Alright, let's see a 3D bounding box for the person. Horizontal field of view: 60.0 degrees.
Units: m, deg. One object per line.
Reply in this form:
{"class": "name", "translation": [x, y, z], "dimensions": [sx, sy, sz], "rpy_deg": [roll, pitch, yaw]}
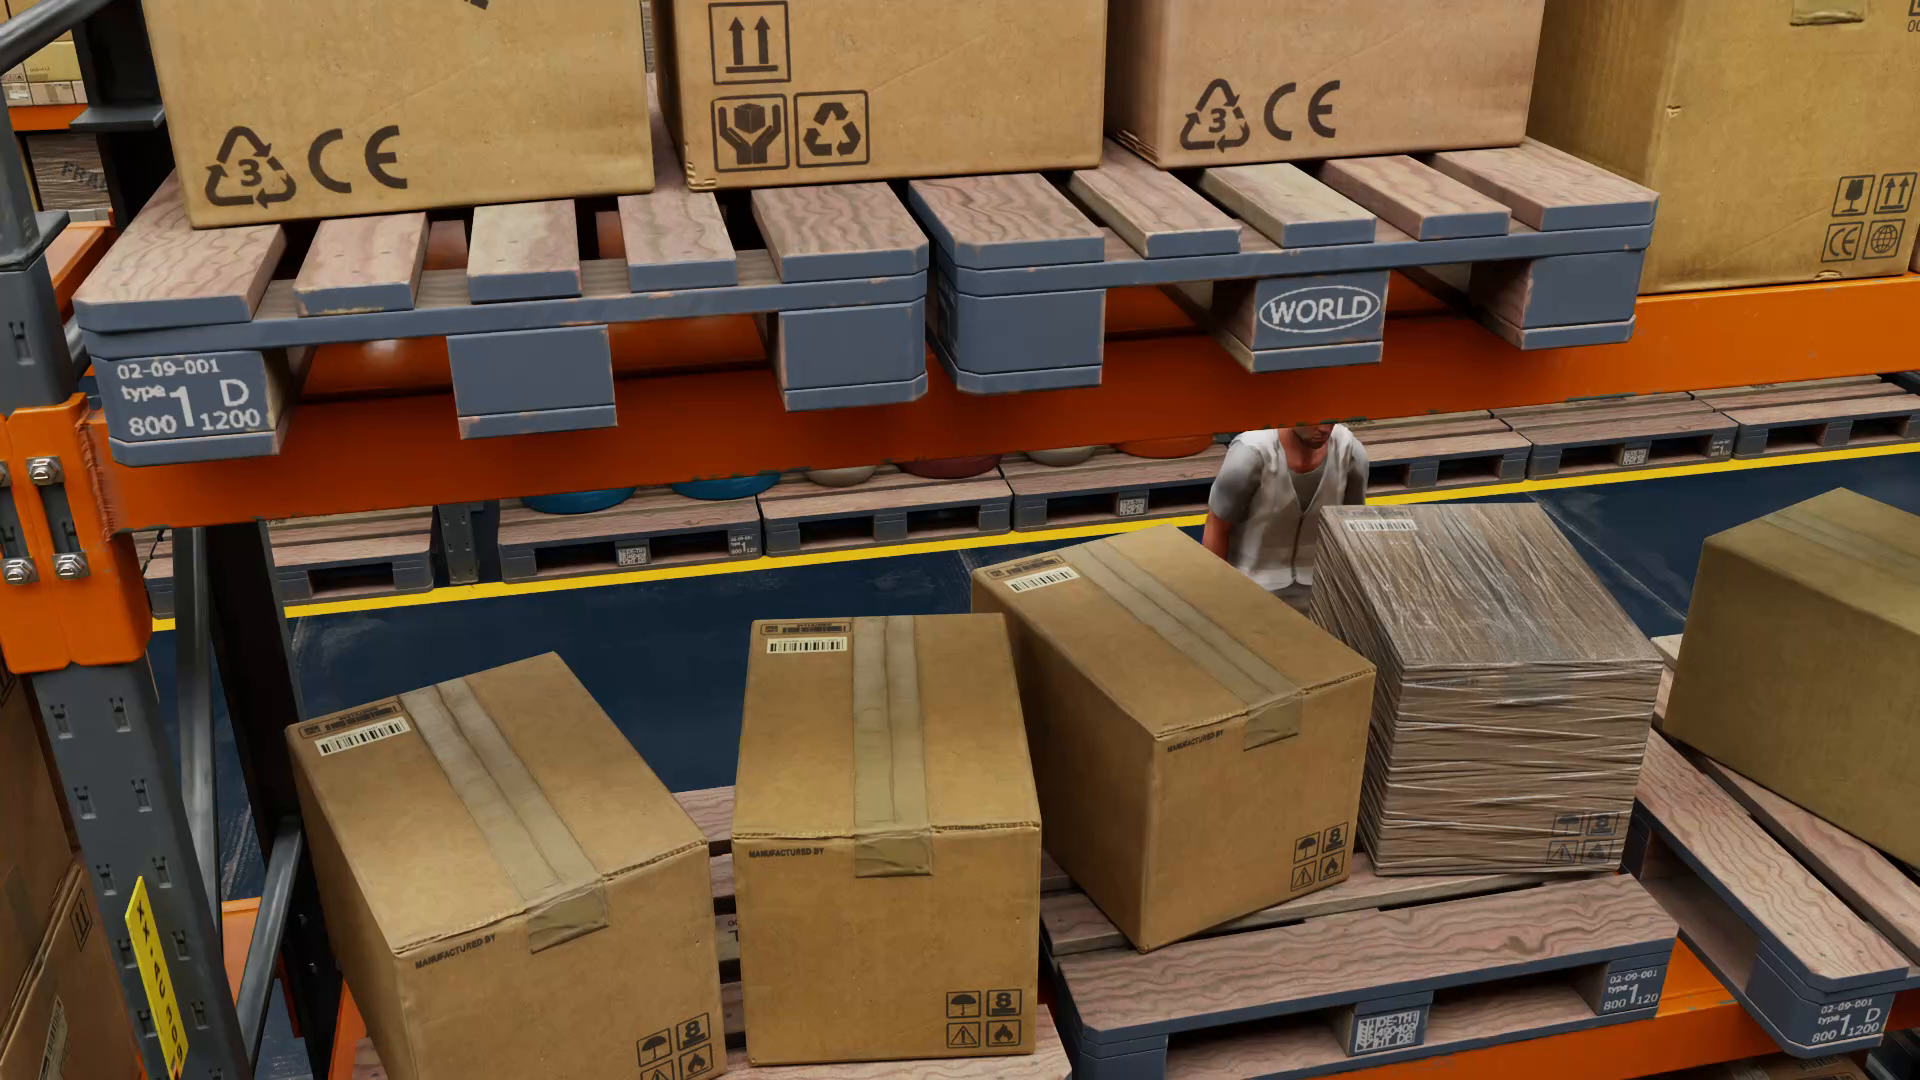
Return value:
{"class": "person", "translation": [1.105, 0.195, 5.706], "dimensions": [0.609, 1.780, 0.448], "rpy_deg": [-6, 27, -11]}
